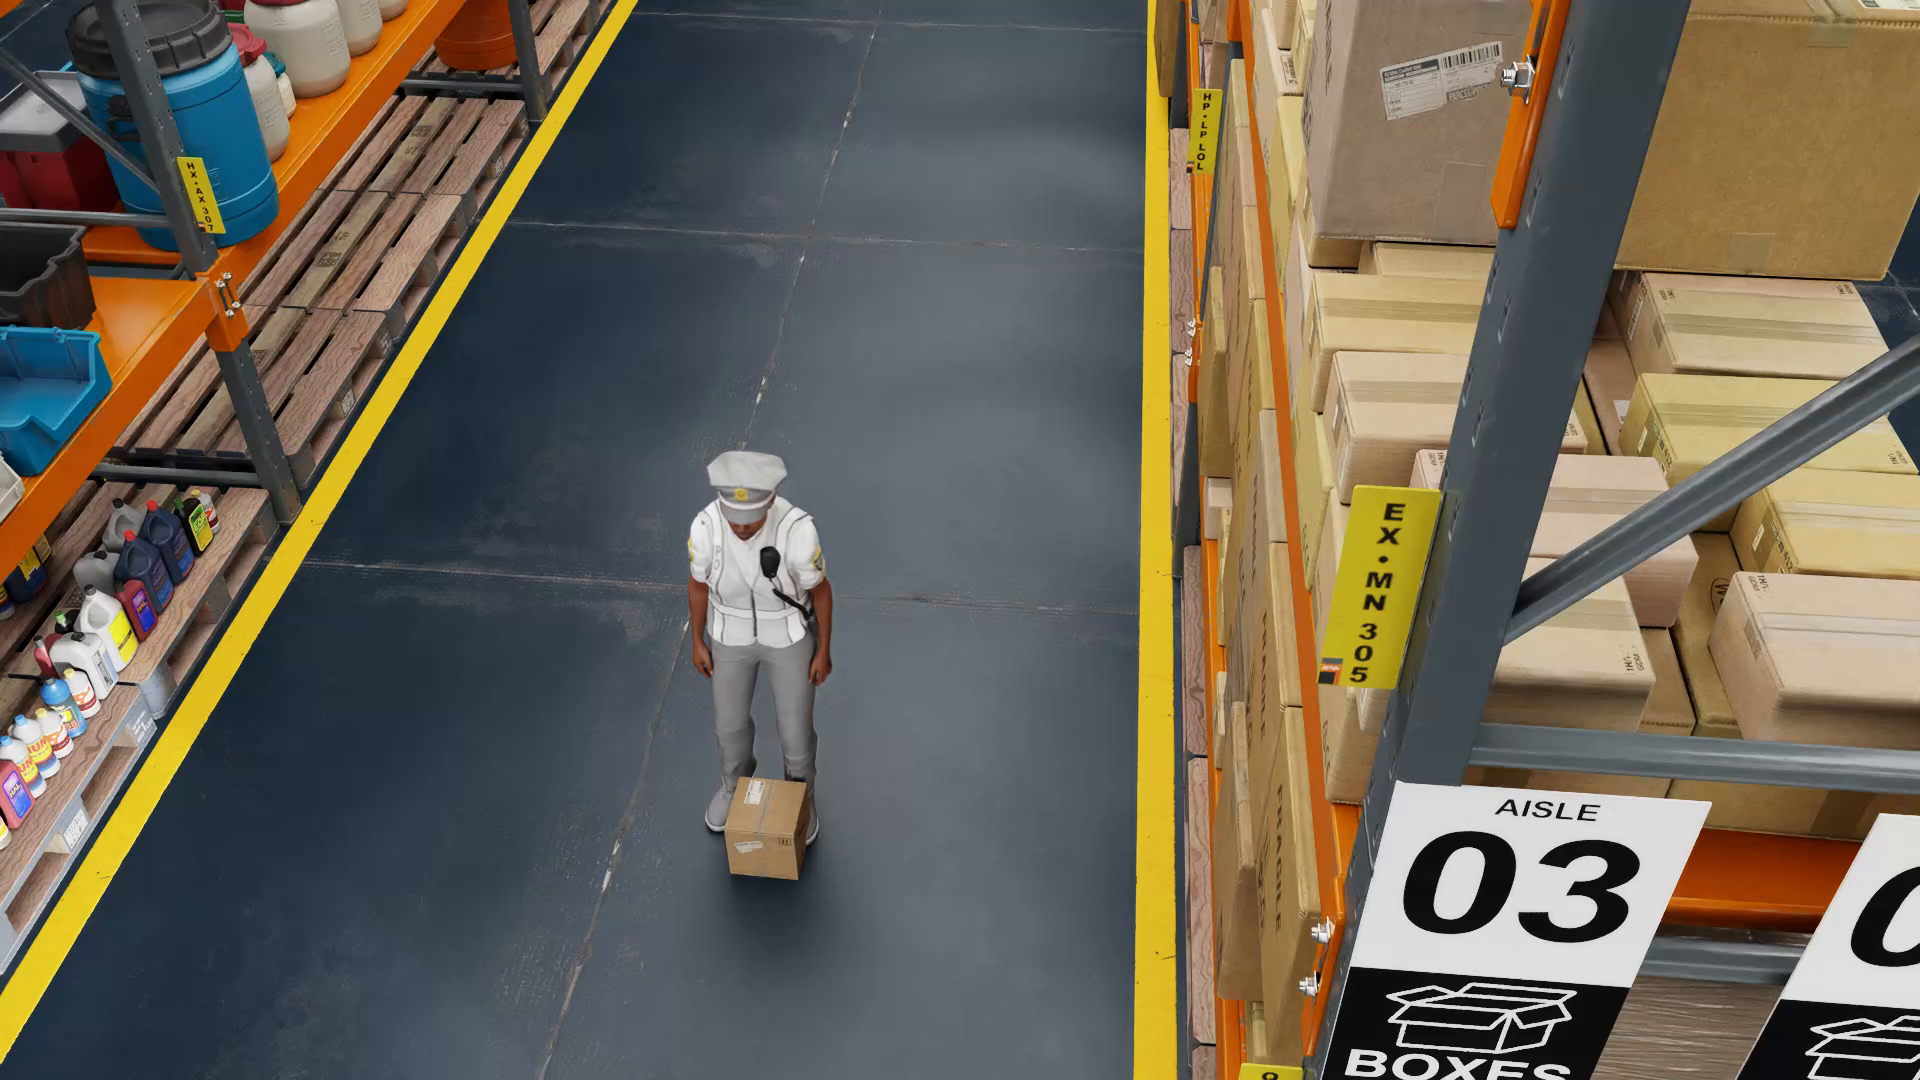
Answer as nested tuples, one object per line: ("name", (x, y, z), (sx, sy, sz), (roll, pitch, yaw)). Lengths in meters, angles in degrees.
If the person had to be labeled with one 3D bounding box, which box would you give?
("person", (-0.688, 0.362, 5.730), (0.507, 1.659, 0.415), (3, 40, 4))
